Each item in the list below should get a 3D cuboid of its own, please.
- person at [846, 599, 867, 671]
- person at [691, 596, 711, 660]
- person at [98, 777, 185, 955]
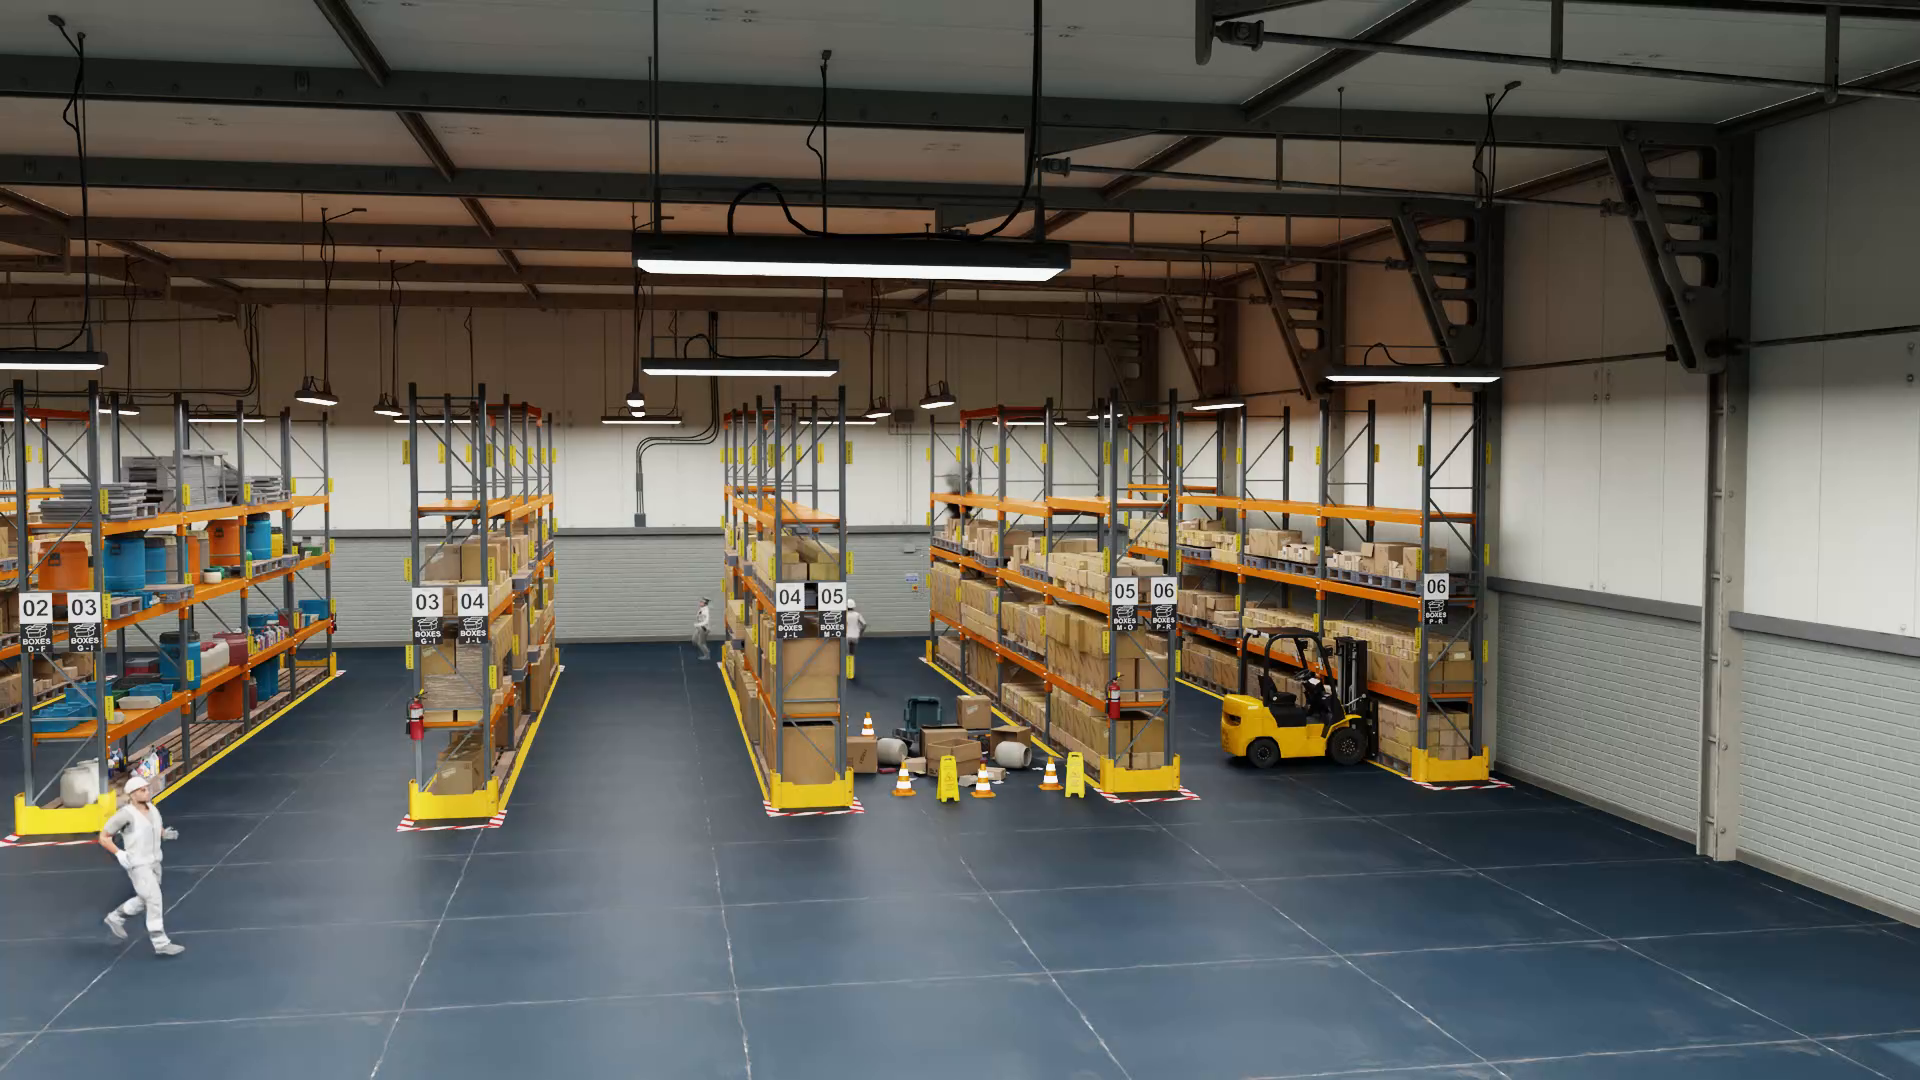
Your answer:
[{"bbox_3d":[-2.471,2.202,37.358,0.657,1.755,0.971,-1,3,-20],"label":"person"},{"bbox_3d":[-6.285,2.152,40.510,0.484,1.591,0.747,-1,3,-21],"label":"person"},{"bbox_3d":[-8.226,3.256,16.698,0.963,1.768,0.667,1,3,11],"label":"person"}]
